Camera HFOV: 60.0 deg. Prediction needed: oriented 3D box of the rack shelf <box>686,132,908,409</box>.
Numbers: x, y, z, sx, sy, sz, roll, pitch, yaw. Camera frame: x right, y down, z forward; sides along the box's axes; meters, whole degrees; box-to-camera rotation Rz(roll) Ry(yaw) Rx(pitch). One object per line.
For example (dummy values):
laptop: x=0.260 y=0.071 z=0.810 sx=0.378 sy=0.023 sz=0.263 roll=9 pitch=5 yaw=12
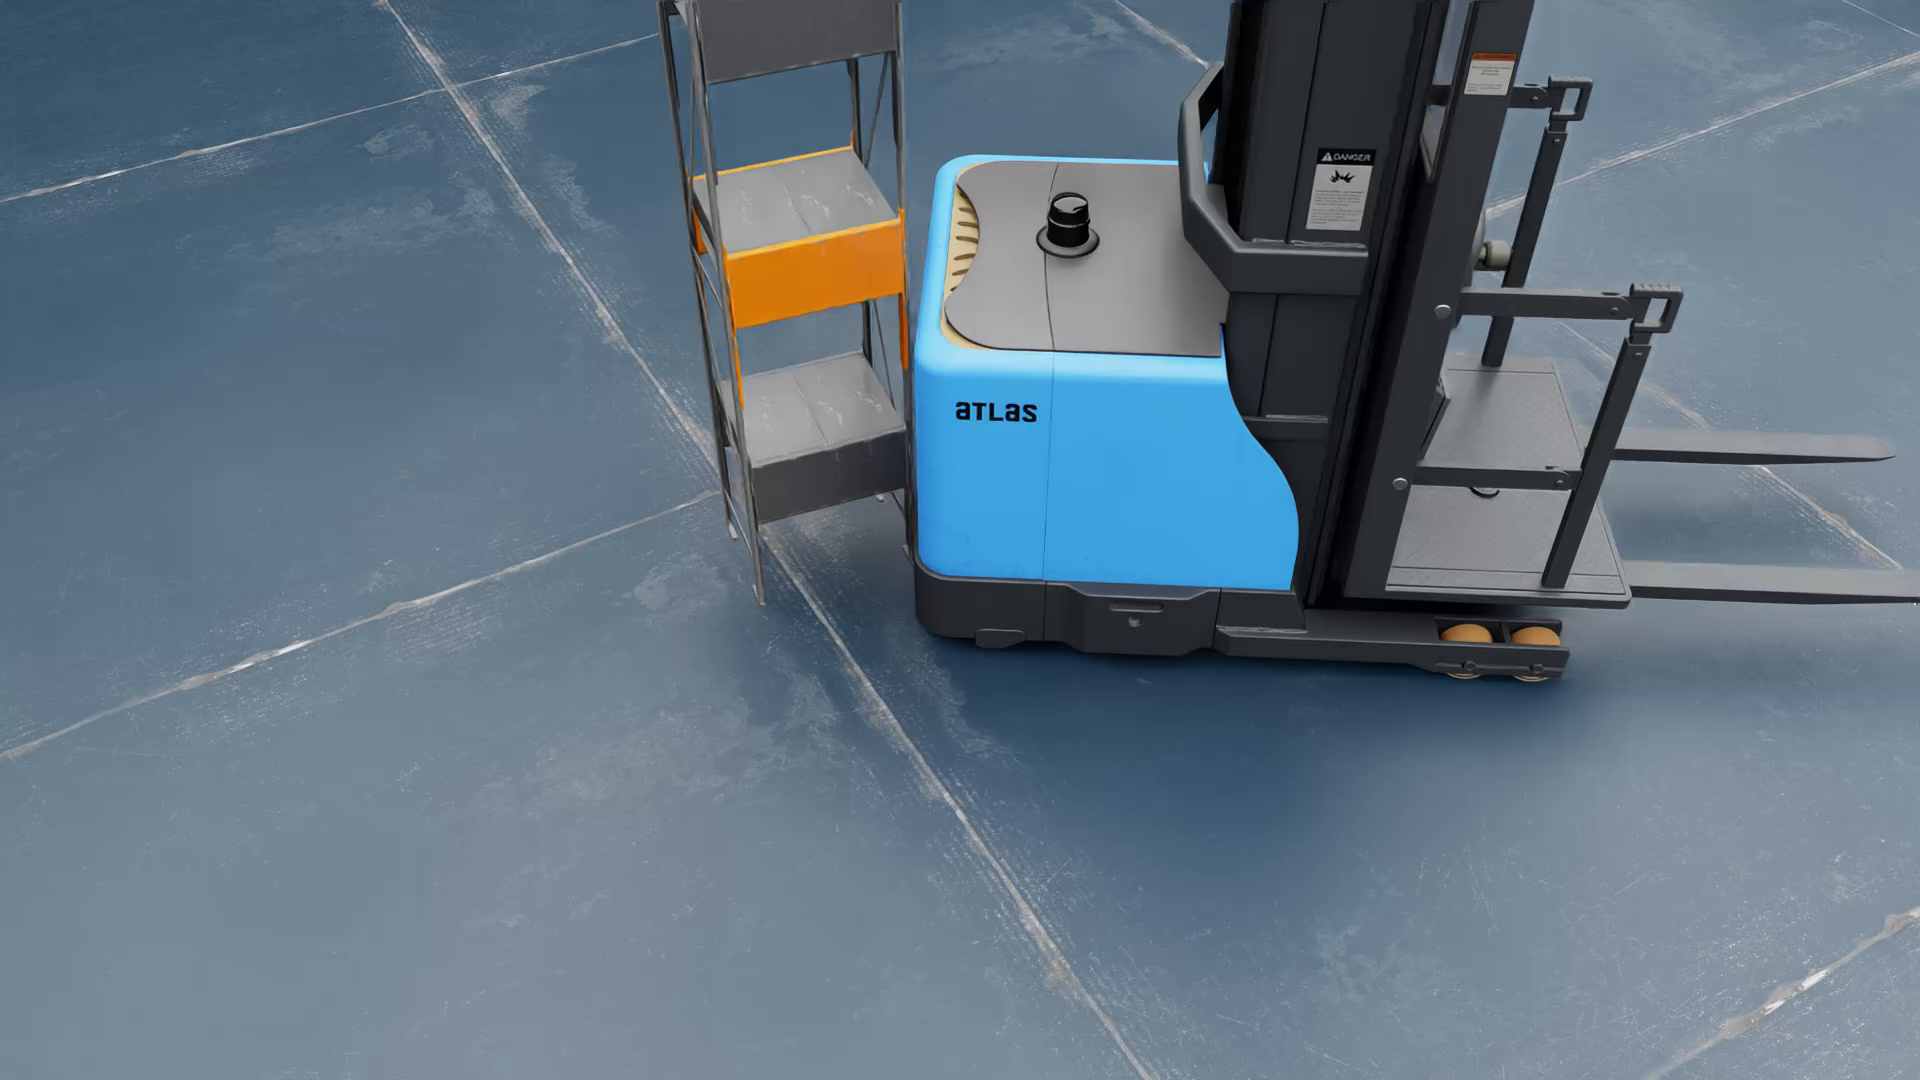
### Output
rack shelf: x=-0.441 y=-0.733 z=4.517 sx=0.480 sy=0.518 sz=0.431 roll=-15 pitch=46 yaw=-15

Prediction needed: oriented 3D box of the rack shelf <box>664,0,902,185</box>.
rack shelf: x=-0.441 y=-1.235 z=4.029 sx=0.480 sy=0.518 sz=0.431 roll=-15 pitch=46 yaw=-15

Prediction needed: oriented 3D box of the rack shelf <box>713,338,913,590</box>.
rack shelf: x=-0.441 y=-0.230 z=5.004 sx=0.480 sy=0.518 sz=0.431 roll=-15 pitch=46 yaw=-15

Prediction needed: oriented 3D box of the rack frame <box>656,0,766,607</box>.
rack frame: x=-0.668 y=-0.681 z=4.444 sx=0.015 sy=2.100 sz=0.400 roll=-15 pitch=46 yaw=-15

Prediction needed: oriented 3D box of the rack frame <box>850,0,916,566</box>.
rack frame: x=-0.213 y=-0.803 z=4.570 sx=0.015 sy=2.100 sz=0.400 roll=-15 pitch=46 yaw=-15

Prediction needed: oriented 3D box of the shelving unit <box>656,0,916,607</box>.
shelving unit: x=-0.441 y=-0.742 z=4.507 sx=0.503 sy=2.100 sz=0.431 roll=-15 pitch=46 yaw=-15

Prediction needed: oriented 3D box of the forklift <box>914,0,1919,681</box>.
forklift: x=1.405 y=-1.025 z=4.202 sx=3.031 sy=2.935 sz=1.130 roll=2 pitch=44 yaw=2
